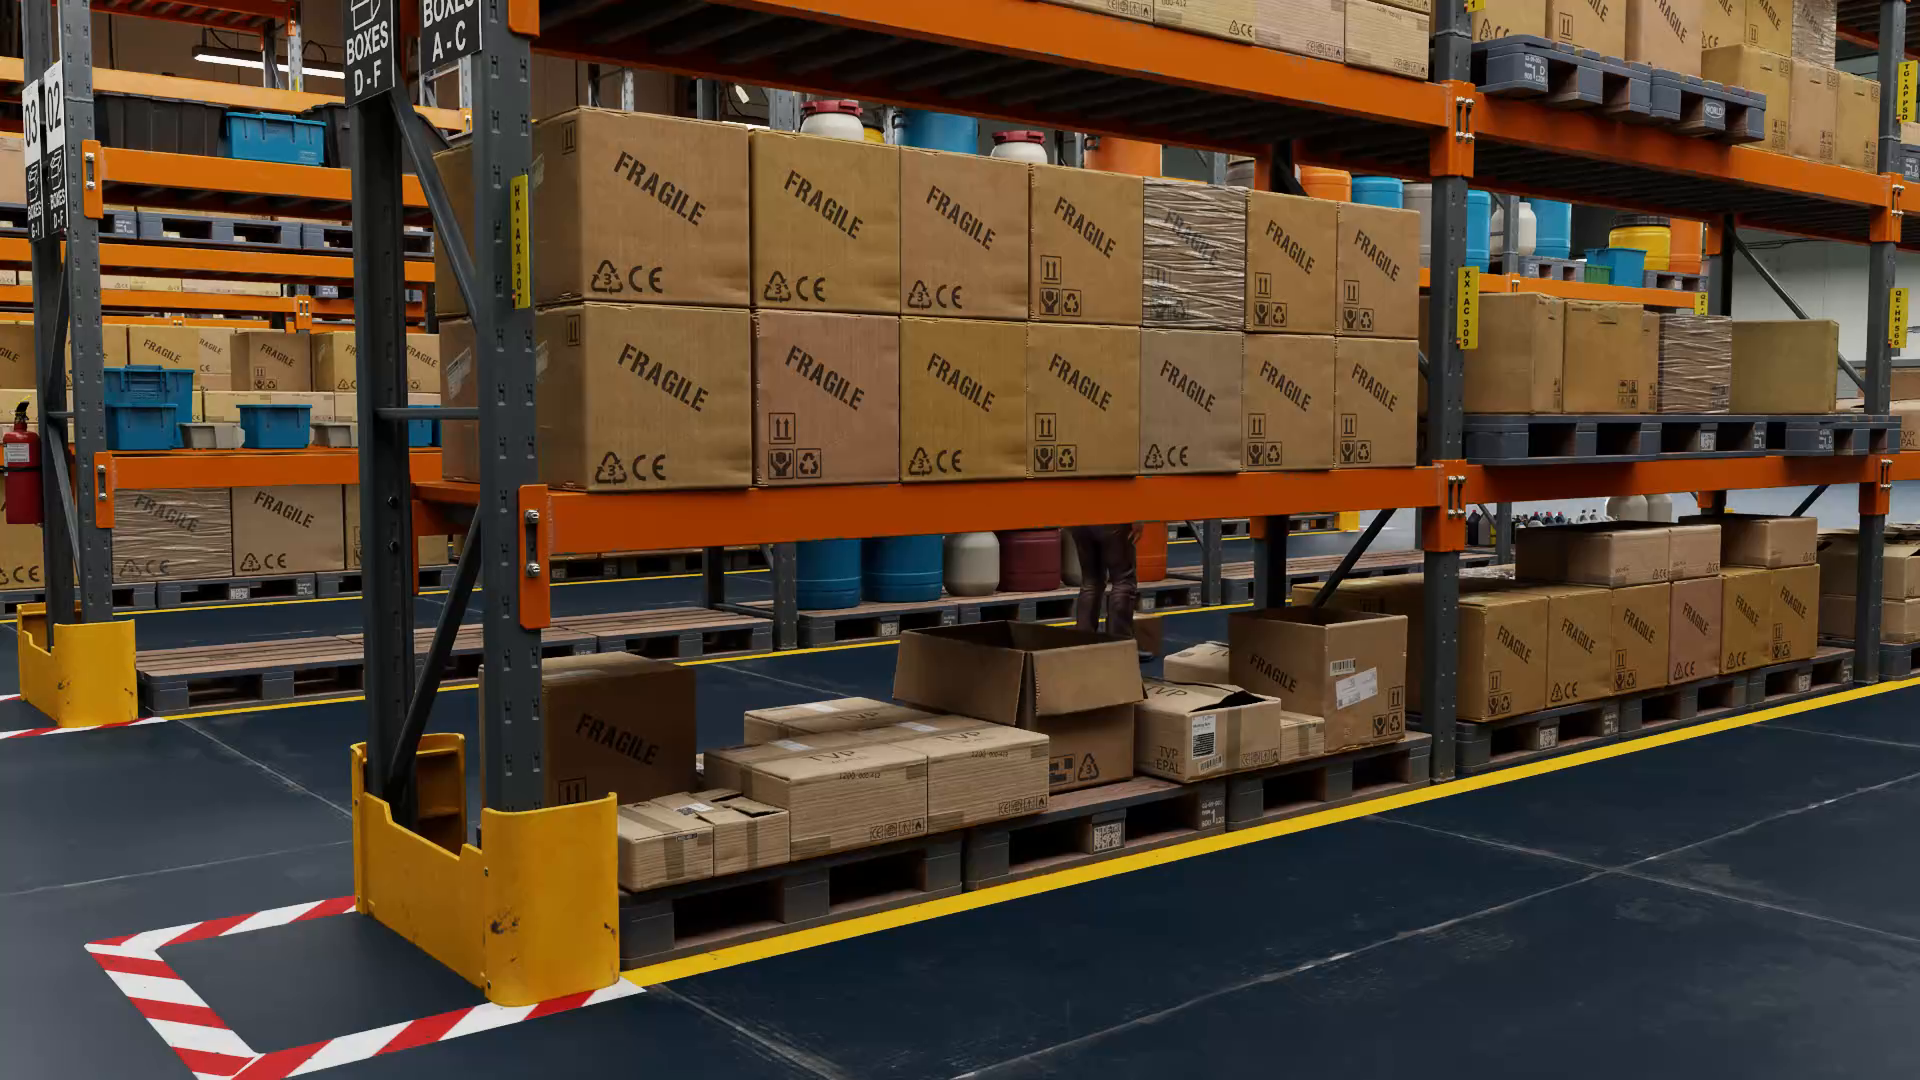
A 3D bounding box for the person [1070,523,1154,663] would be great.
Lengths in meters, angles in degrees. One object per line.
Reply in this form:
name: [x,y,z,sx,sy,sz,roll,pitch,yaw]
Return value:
person: [0.872,-0.117,10.221,0.422,1.719,0.579,-4,6,-41]
